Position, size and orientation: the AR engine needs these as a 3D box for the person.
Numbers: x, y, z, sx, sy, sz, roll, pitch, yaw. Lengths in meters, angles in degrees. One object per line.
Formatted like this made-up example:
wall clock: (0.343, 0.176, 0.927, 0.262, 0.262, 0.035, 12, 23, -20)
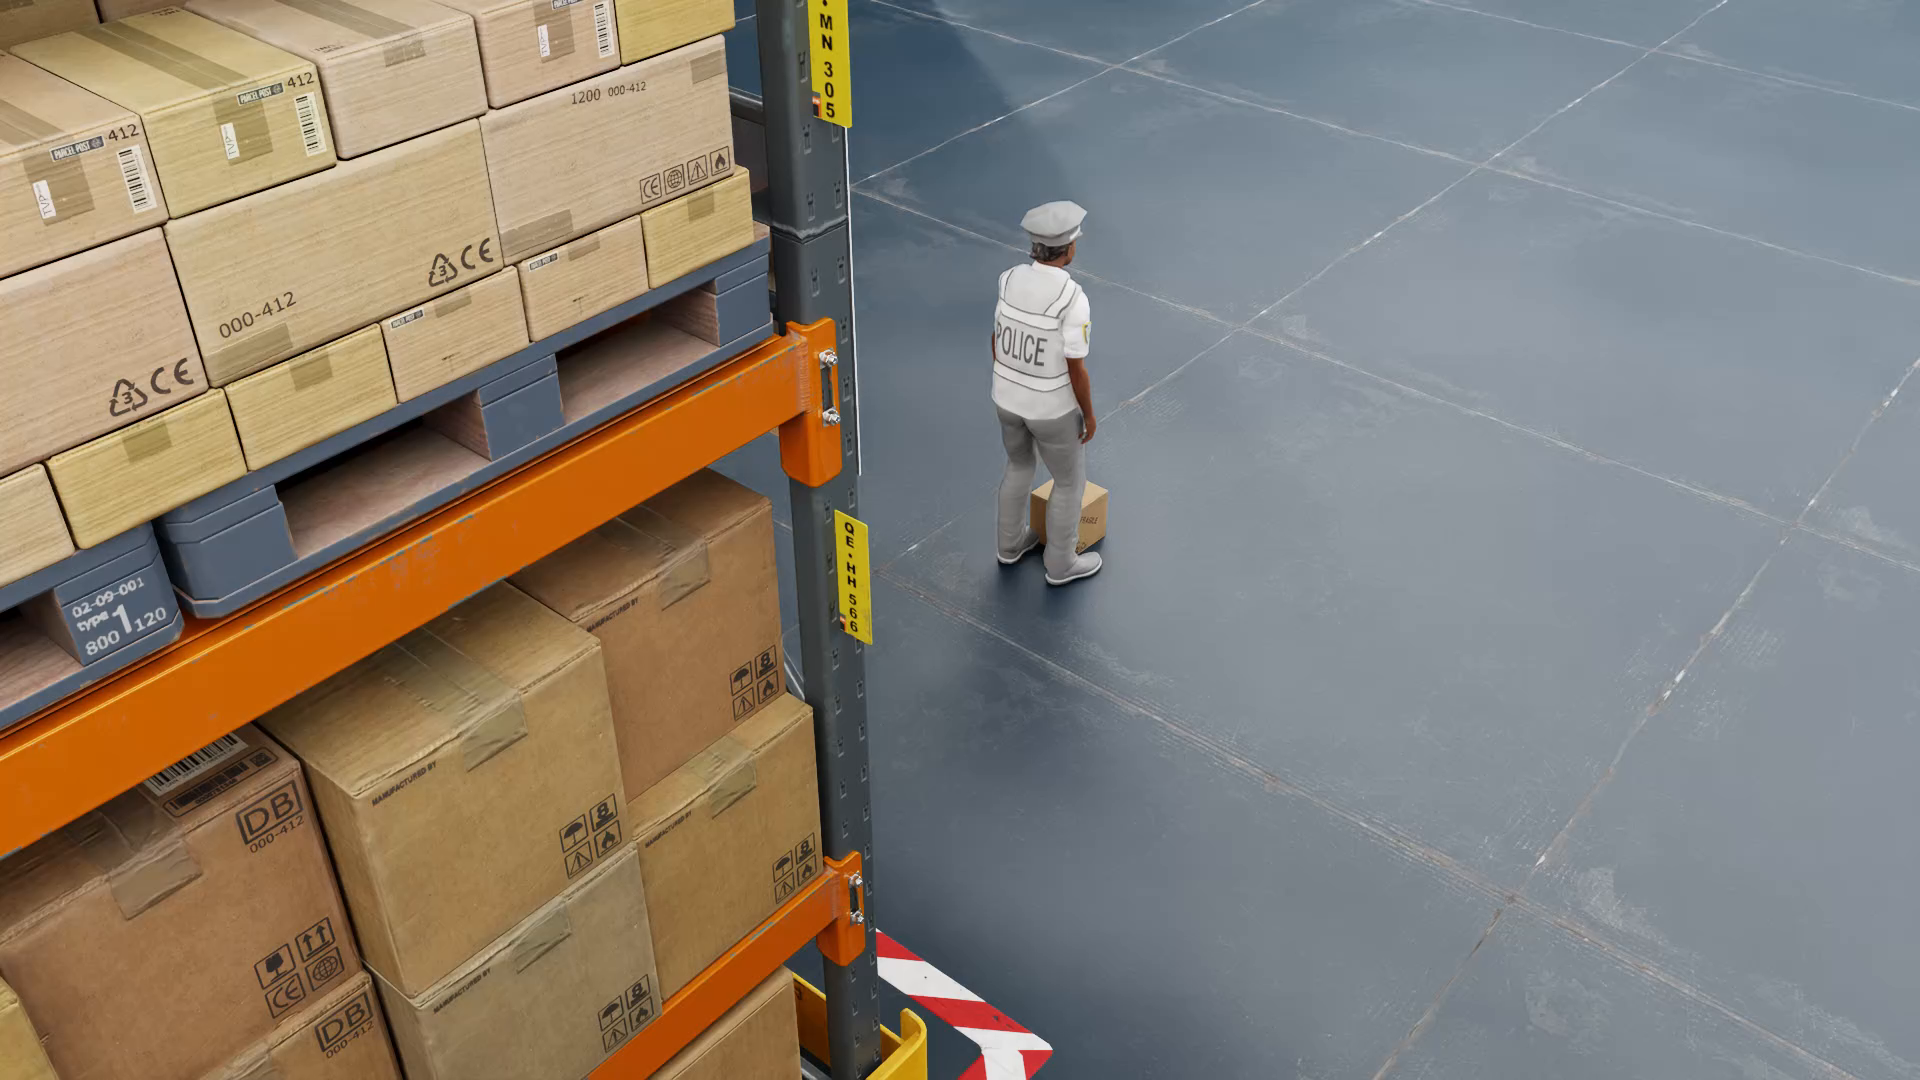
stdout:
person: (0.352, -0.579, 6.967, 0.510, 1.657, 0.393, 24, 42, 30)
